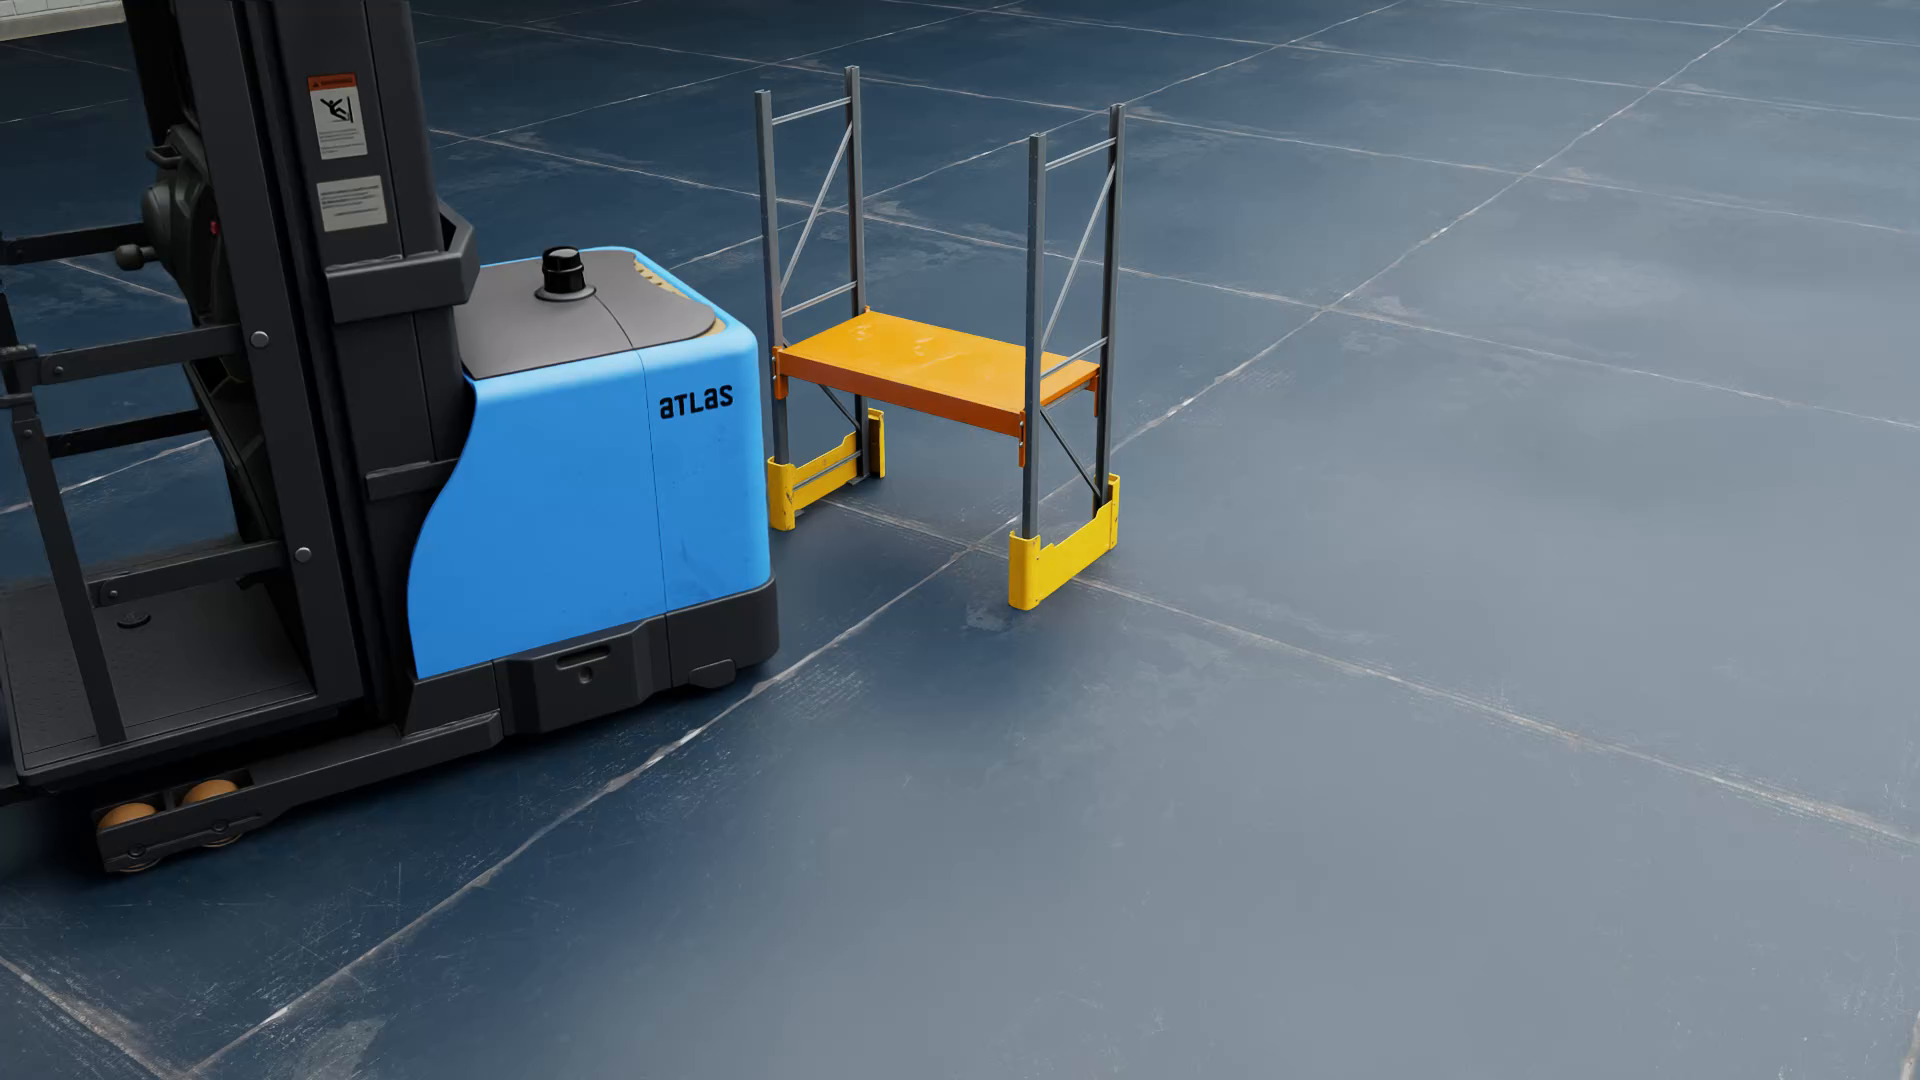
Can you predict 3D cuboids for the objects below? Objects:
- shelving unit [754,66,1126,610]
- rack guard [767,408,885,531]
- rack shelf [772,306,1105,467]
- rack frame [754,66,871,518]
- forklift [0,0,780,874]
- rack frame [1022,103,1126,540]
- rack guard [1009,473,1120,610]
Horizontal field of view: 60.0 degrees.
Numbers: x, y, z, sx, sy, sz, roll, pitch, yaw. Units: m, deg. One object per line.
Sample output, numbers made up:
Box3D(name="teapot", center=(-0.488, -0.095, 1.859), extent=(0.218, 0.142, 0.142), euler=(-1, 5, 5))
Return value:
Box3D(name="shelving unit", center=(-0.063, -0.688, 5.448), extent=(1.083, 1.500, 0.587), euler=(17, 32, 30))
Box3D(name="rack guard", center=(-0.473, -0.259, 5.983), extent=(0.087, 0.250, 0.587), euler=(17, 32, 30))
Box3D(name="rack shelf", center=(-0.070, -0.530, 5.534), extent=(1.000, 0.185, 0.538), euler=(17, 32, 30))
Box3D(name="rack frame", center=(-0.489, -0.821, 5.709), extent=(0.032, 1.500, 0.500), euler=(17, 32, 30))
Box3D(name="forklift", center=(-2.068, -0.756, 4.004), extent=(3.031, 2.935, 1.130), euler=(-15, 31, -27))
Box3D(name="rack frame", center=(0.349, -0.560, 5.196), extent=(0.032, 1.500, 0.500), euler=(17, 32, 30))
Box3D(name="rack guard", center=(0.348, -0.003, 5.480), extent=(0.087, 0.250, 0.587), euler=(17, 32, 30))
